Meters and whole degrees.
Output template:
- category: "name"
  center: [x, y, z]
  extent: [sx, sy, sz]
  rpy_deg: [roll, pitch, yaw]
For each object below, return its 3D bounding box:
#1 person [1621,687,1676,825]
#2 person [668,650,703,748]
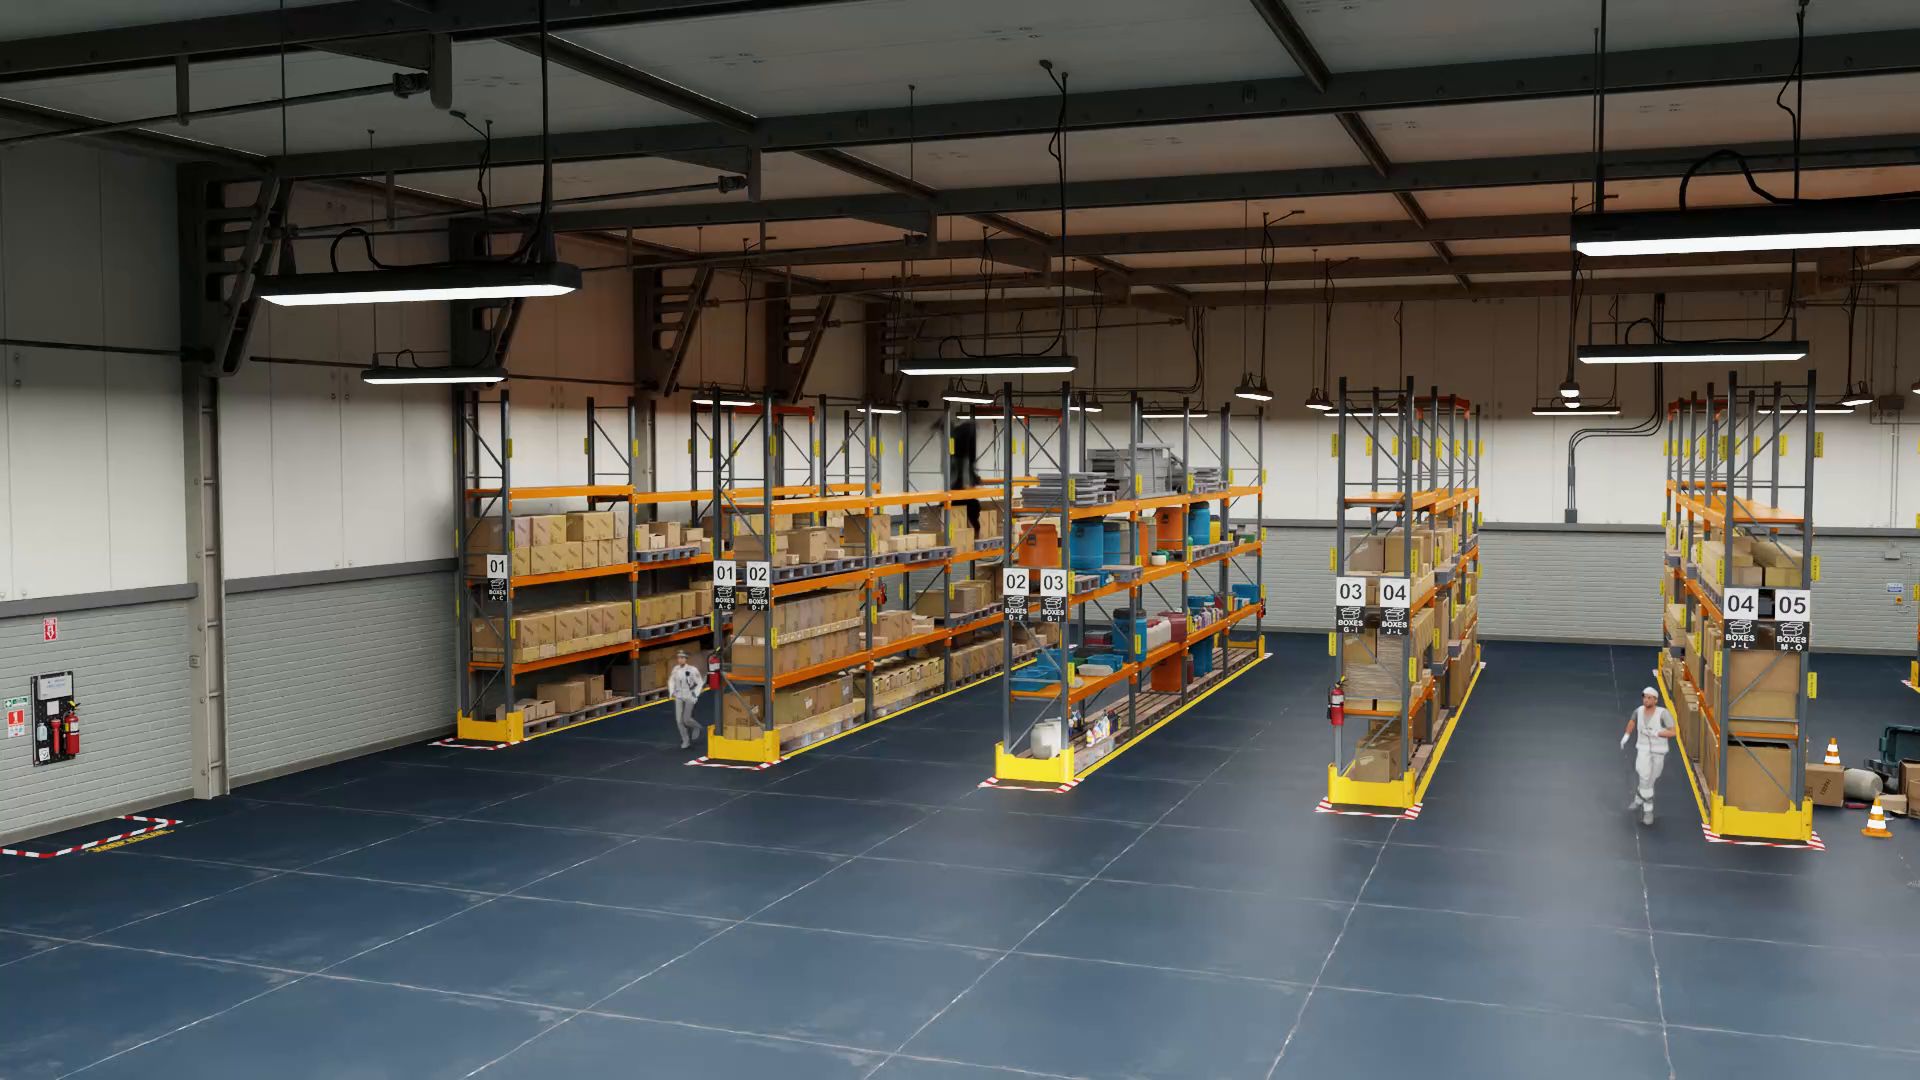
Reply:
- category: "person"
  center: [9.270, 2.881, 22.420]
  extent: [0.715, 1.803, 0.795]
  rpy_deg: [2, 4, 27]
- category: "person"
  center: [-4.606, 2.648, 27.943]
  extent: [0.627, 1.660, 0.587]
  rpy_deg: [1, 3, 16]
